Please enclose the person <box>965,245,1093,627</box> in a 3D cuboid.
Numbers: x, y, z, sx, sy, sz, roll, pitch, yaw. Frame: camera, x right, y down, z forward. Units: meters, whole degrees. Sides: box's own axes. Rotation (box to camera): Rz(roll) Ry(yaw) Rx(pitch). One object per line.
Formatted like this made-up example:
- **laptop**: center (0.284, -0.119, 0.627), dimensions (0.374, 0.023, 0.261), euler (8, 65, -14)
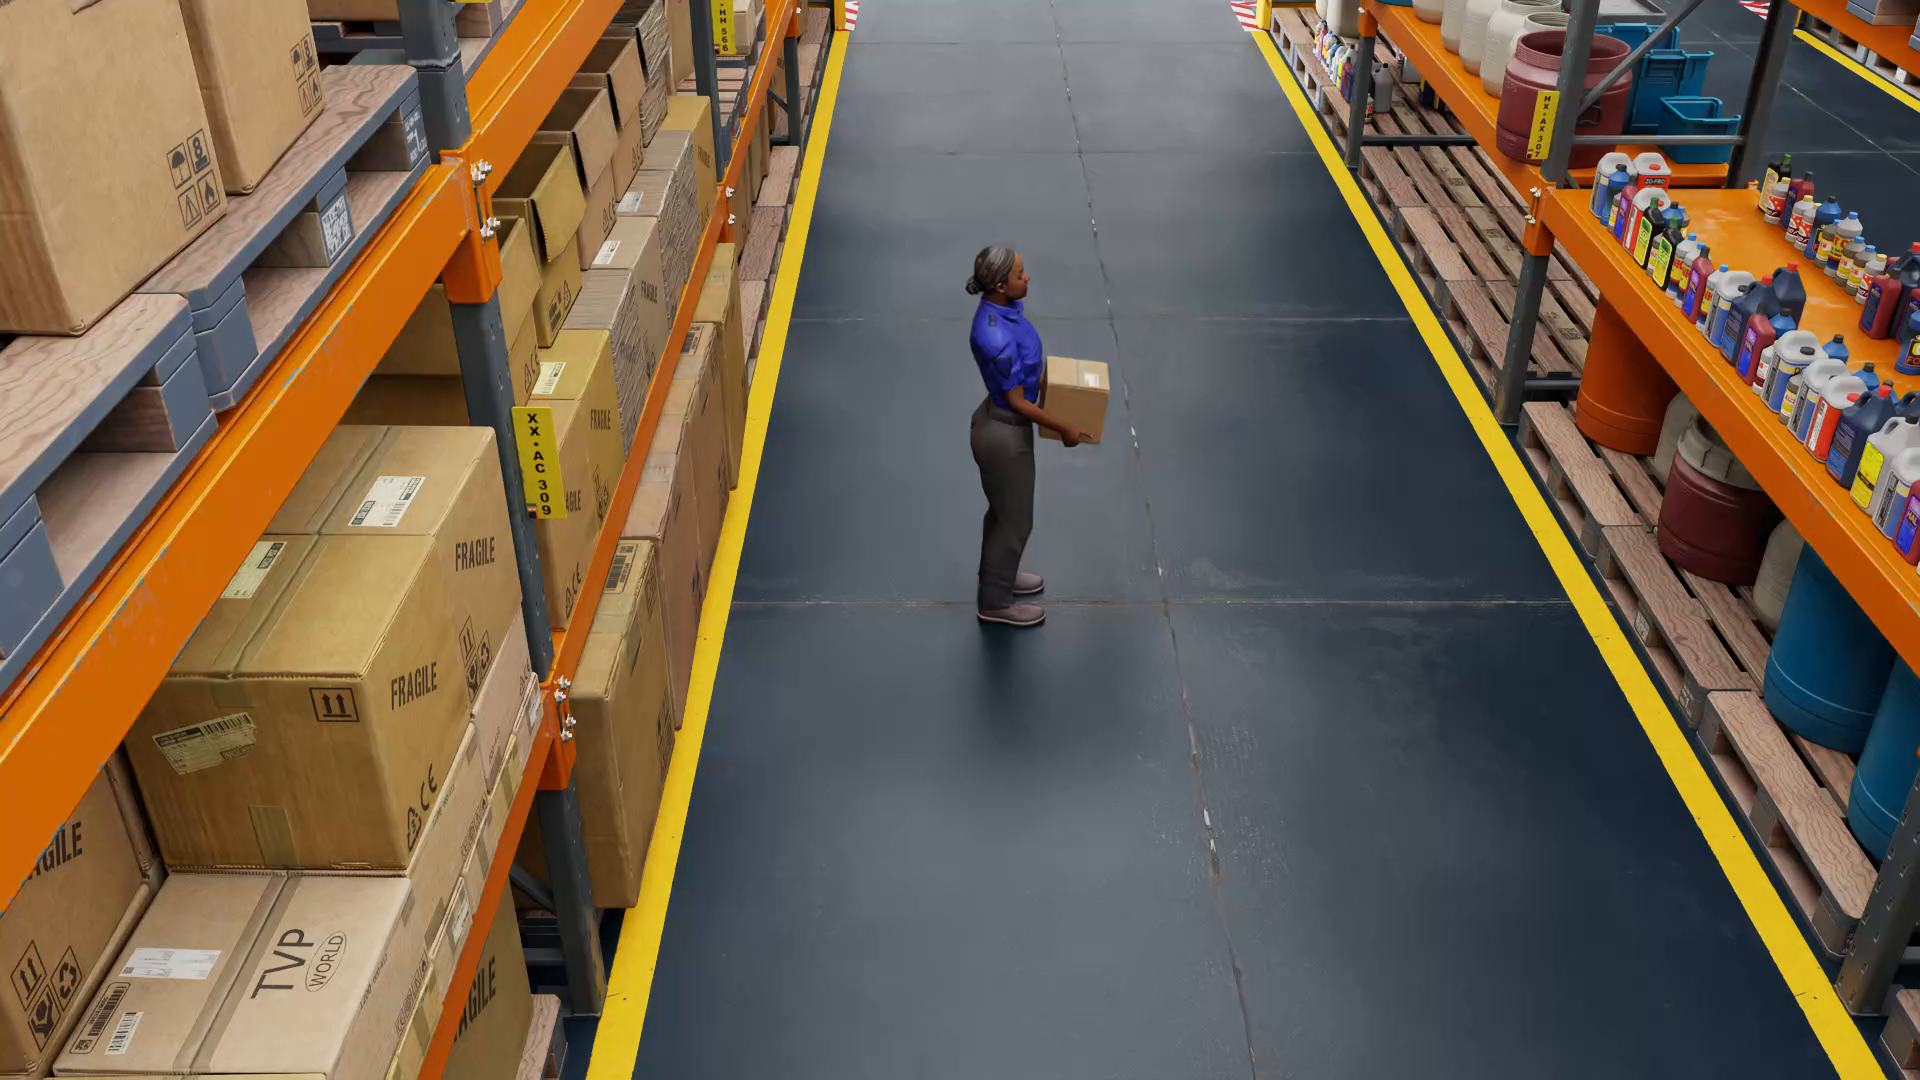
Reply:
- **person**: center (0.279, -0.422, 6.832), dimensions (0.518, 1.650, 0.451), euler (1, 32, 2)
